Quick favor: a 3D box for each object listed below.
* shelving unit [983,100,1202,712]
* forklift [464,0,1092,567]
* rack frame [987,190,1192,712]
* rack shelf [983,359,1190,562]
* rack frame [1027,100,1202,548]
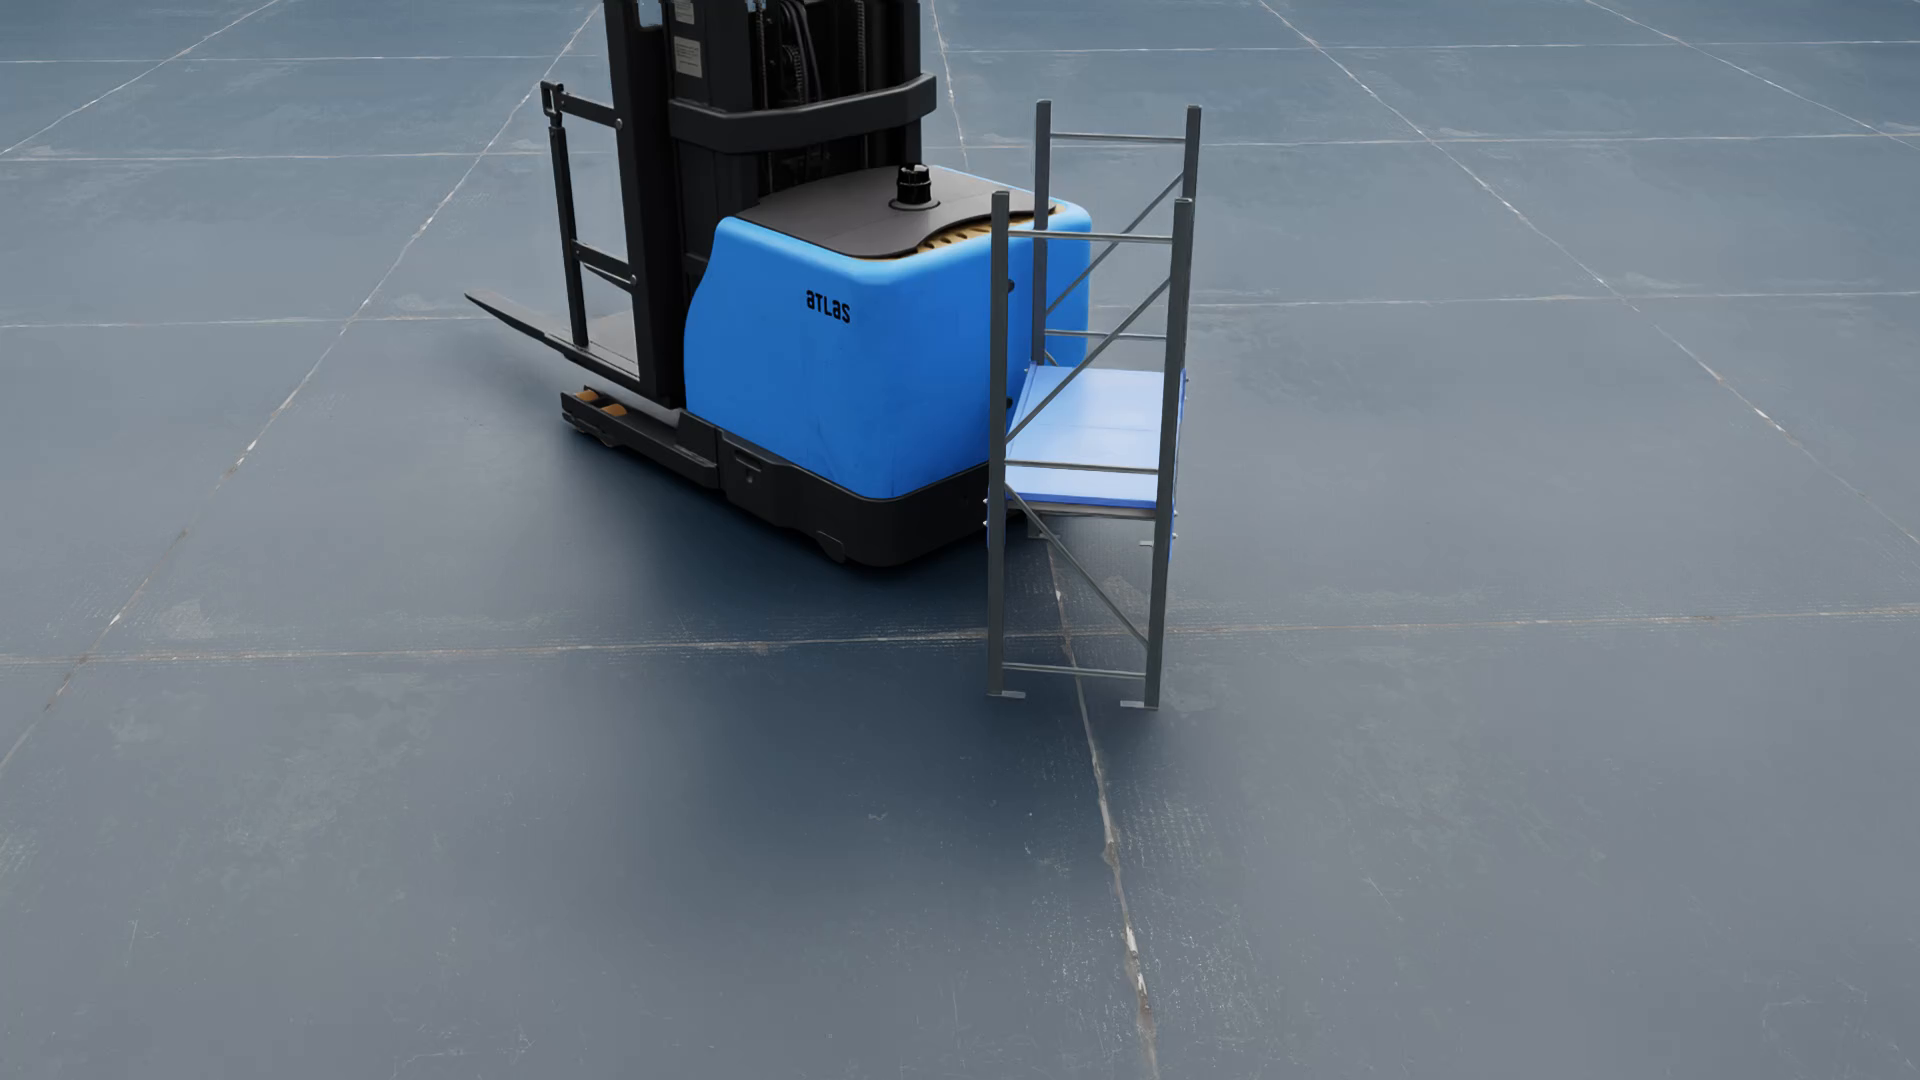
[{"bbox_3d":[0.405,-0.427,4.946,0.538,1.500,1.048,4,28,8],"label":"shelving unit"},{"bbox_3d":[-0.920,-1.802,6.035,1.130,2.935,3.031,-24,36,-38],"label":"forklift"},{"bbox_3d":[0.328,-0.194,4.501,0.500,1.500,0.032,4,28,8],"label":"rack frame"},{"bbox_3d":[0.405,-0.267,5.029,0.538,0.185,1.000,4,28,8],"label":"rack shelf"},{"bbox_3d":[0.482,-0.659,5.392,0.500,1.500,0.032,4,28,8],"label":"rack frame"}]
